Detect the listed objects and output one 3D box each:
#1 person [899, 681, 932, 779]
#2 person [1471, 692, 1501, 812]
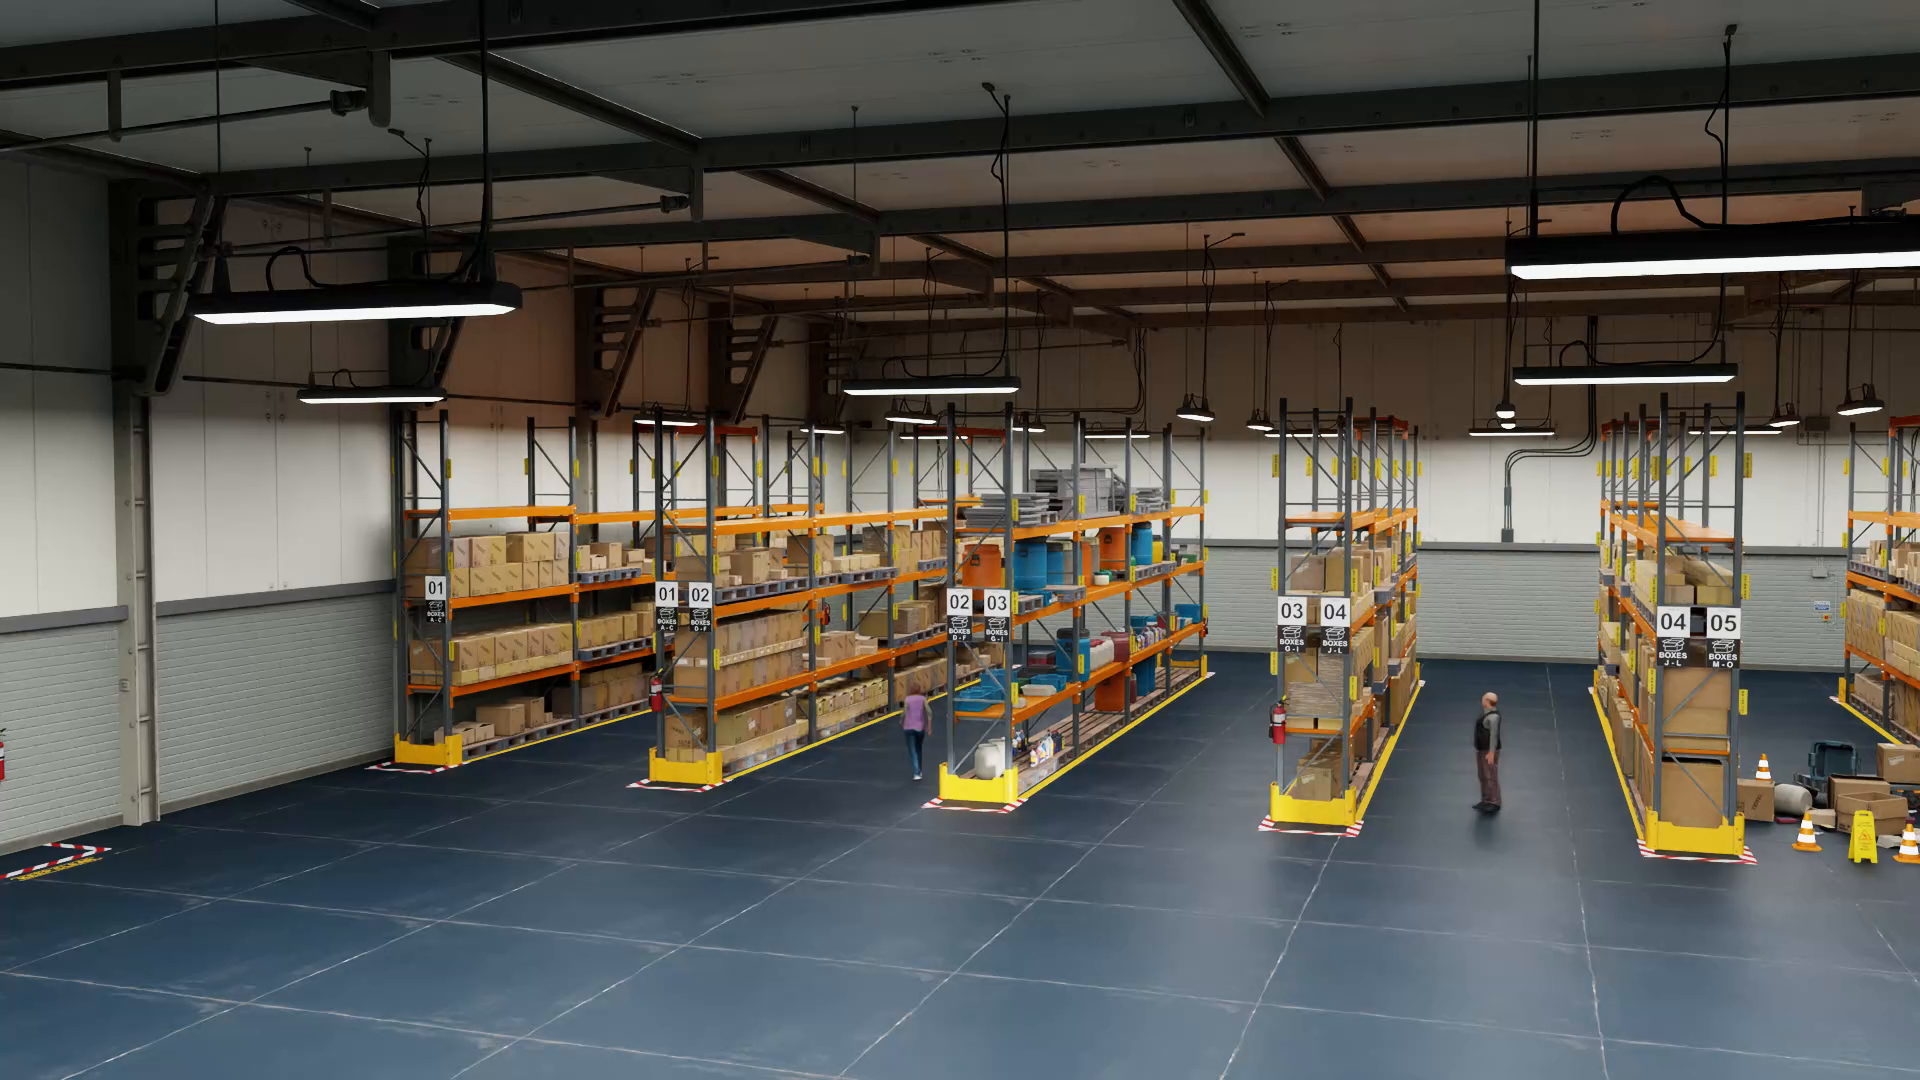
[{"bbox_3d":[-0.710,3.097,26.842,0.497,1.640,0.703,-1,3,-15],"label":"person"},{"bbox_3d":[7.712,3.099,24.308,0.388,1.751,0.571,0,2,-3],"label":"person"}]
